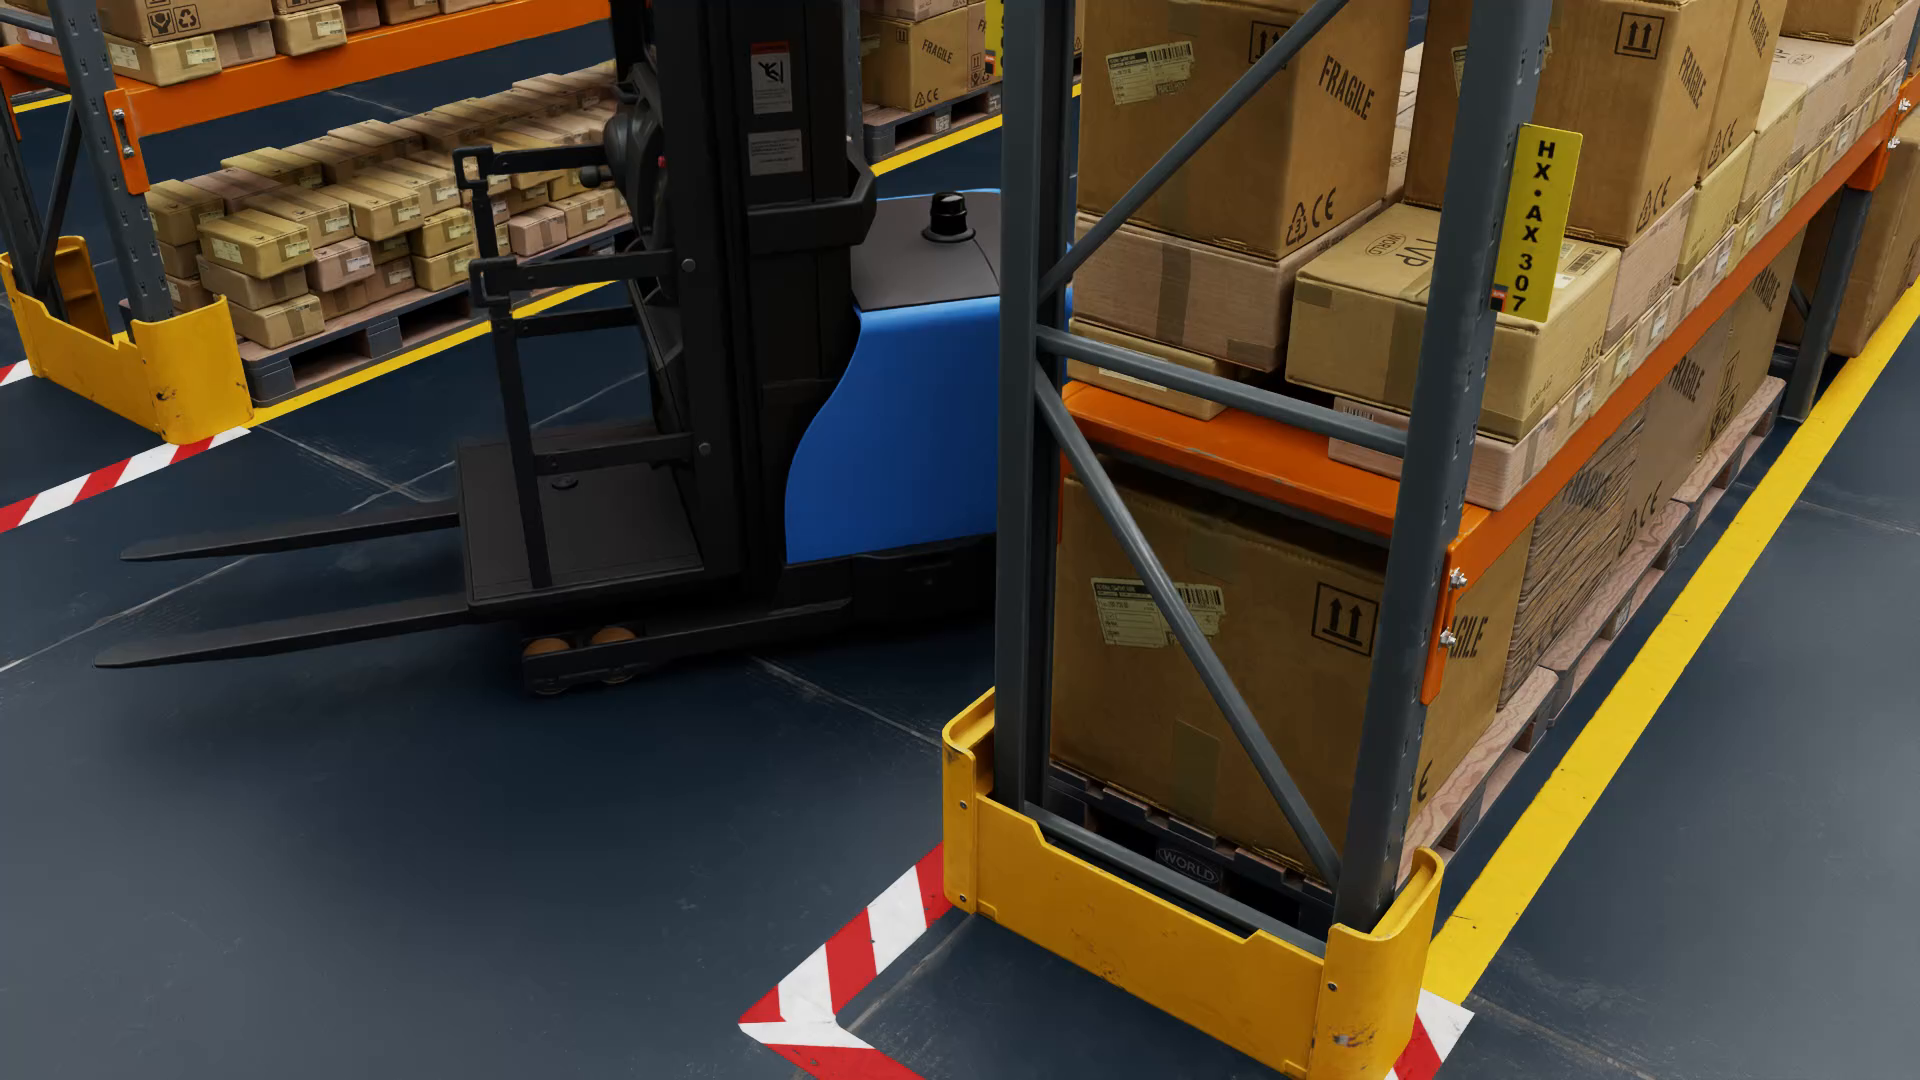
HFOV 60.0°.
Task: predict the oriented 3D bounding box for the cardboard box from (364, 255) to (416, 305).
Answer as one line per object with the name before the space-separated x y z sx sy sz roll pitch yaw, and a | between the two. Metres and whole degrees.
cardboard box | -2.569 -1.161 7.151 0.380 0.149 0.250 22 37 32

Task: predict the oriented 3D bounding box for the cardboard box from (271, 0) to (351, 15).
cardboard box | -2.584 -2.351 6.385 0.500 0.500 0.500 21 37 31

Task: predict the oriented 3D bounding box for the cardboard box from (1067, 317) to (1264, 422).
cardboard box | 0.468 -0.428 3.776 0.380 0.149 0.250 22 37 32

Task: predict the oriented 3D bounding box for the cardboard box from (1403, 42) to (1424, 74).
cardboard box | 1.521 -1.258 4.785 0.500 0.250 0.500 21 37 31

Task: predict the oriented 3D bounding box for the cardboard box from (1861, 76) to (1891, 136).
cardboard box | 2.852 -1.478 5.548 0.380 0.149 0.250 22 37 32

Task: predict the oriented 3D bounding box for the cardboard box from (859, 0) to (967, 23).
cardboard box | -0.306 -3.130 9.394 0.500 0.250 0.500 19 36 29

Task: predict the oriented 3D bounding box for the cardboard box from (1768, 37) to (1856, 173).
cardboard box | 2.254 -1.300 4.857 0.500 0.250 0.500 22 37 32

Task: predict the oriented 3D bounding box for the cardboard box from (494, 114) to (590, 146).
cardboard box | -1.936 -1.848 7.728 0.380 0.149 0.250 21 37 31

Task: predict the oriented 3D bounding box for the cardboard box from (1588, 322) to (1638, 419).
cardboard box | 1.301 -0.433 3.785 0.380 0.149 0.250 20 36 30

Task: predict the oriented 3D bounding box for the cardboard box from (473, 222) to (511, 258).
cardboard box | -2.249 -1.364 7.493 0.380 0.149 0.250 21 37 31

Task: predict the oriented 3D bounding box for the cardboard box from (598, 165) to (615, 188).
cardboard box | -1.747 -1.827 7.984 0.380 0.149 0.250 19 36 29

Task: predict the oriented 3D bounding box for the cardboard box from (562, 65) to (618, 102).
cardboard box | -1.802 -2.292 8.477 0.380 0.149 0.250 20 36 30

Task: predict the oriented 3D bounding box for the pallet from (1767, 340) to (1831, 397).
pallet | 3.336 -1.053 7.319 1.003 0.211 1.213 21 37 31

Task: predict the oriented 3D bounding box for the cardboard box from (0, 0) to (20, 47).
cardboard box | -5.975 -3.458 10.743 0.875 0.438 0.875 20 36 30

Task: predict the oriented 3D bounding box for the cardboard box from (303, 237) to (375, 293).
cardboard box | -2.646 -1.167 6.870 0.380 0.149 0.250 21 37 31

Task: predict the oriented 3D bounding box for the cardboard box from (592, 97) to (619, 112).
cardboard box | -1.546 -2.029 8.033 0.380 0.149 0.250 19 36 29

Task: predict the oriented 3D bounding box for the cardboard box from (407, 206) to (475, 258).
cardboard box | -2.328 -1.365 7.204 0.380 0.149 0.250 22 37 33

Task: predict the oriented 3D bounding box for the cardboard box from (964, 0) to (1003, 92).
cardboard box | 0.012 -3.023 9.948 0.500 0.500 0.500 23 38 33

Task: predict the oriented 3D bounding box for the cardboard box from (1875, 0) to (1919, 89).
cardboard box | 2.873 -1.719 5.563 0.500 0.250 0.500 20 36 30

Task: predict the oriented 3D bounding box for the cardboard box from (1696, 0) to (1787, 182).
cardboard box | 1.630 -1.203 3.958 0.500 0.500 0.500 20 36 30

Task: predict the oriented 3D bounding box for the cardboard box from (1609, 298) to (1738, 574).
cardboard box | 1.925 -0.573 5.446 0.875 0.875 0.875 21 37 31

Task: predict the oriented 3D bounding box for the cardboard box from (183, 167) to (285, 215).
cardboard box | -3.063 -1.445 7.047 0.380 0.149 0.250 22 37 32

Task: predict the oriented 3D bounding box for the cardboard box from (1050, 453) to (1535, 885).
cardboard box | 0.838 0.159 4.212 0.875 0.875 0.875 21 37 31

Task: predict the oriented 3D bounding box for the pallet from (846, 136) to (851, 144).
pallet | -1.340 -2.000 8.917 1.003 0.211 1.213 21 37 31

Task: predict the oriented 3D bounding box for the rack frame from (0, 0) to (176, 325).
rack frame | -3.378 -1.857 5.942 1.000 3.000 0.127 21 37 31

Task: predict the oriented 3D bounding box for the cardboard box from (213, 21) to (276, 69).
cardboard box | -2.800 -1.896 6.254 0.380 0.149 0.250 23 37 33

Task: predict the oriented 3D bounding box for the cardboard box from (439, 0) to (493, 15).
cardboard box | -2.193 -2.331 6.987 0.380 0.149 0.250 20 36 30

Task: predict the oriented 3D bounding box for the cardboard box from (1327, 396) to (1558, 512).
cardboard box | 0.993 -0.224 3.433 0.380 0.149 0.250 22 37 32

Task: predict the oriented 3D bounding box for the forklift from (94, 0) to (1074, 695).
forklift | -1.103 -1.101 4.732 3.031 2.935 1.130 -9 32 -15

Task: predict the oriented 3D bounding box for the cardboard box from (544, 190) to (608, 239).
cardboard box | -1.883 -1.559 7.823 0.380 0.149 0.250 21 37 31

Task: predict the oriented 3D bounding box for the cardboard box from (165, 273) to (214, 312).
cardboard box | -3.226 -1.090 7.031 0.380 0.149 0.250 22 37 32

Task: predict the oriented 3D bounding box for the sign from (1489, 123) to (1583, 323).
sign | 0.954 -0.523 2.764 0.100 0.325 0.005 21 37 31

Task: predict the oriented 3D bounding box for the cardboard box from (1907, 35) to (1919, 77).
cardboard box | 3.407 -2.069 6.200 0.500 0.500 0.500 21 37 31

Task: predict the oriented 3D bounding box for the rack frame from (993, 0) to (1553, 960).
rack frame | 0.516 -0.290 3.297 1.000 3.000 0.127 21 37 31

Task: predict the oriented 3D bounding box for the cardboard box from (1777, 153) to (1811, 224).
cardboard box | 2.232 -1.060 4.843 0.380 0.149 0.250 20 36 31

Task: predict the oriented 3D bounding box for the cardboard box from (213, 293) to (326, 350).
cardboard box | -2.806 -0.926 6.755 0.380 0.149 0.250 22 37 32

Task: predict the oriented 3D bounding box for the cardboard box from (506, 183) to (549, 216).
cardboard box | -2.113 -1.625 7.642 0.380 0.149 0.250 23 38 34

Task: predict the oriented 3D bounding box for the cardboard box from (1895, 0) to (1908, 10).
cardboard box | 2.866 -2.032 5.357 0.500 0.500 0.500 22 37 33

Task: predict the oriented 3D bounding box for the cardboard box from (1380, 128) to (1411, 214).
cardboard box | 0.903 -0.838 4.077 0.500 0.250 0.500 20 36 30

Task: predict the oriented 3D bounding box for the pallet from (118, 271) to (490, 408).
pallet | -2.813 -1.008 7.244 1.003 0.211 1.213 21 37 31

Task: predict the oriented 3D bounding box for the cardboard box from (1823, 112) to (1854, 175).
cardboard box | 2.542 -1.269 5.196 0.380 0.149 0.250 22 37 32

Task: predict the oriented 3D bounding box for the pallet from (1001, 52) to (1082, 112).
pallet | 0.242 -3.098 10.771 1.003 0.211 1.213 21 37 31

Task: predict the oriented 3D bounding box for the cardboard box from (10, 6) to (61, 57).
cardboard box | -3.406 -1.969 6.376 0.380 0.149 0.250 21 37 31

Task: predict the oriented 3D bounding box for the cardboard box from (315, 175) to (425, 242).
cardboard box | -2.466 -1.388 6.951 0.380 0.149 0.250 21 37 31

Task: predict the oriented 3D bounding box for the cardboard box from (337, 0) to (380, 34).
cardboard box | -2.548 -2.137 6.660 0.380 0.149 0.250 23 38 33

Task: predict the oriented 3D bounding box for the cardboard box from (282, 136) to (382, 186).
cardboard box | -2.801 -1.675 7.435 0.380 0.149 0.250 20 36 29

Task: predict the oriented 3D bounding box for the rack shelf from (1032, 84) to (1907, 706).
rack shelf | 1.723 -0.793 4.852 1.077 0.370 4.000 21 37 31

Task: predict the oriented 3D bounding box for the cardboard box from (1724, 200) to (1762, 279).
cardboard box | 1.920 -0.850 4.489 0.380 0.149 0.250 20 36 30

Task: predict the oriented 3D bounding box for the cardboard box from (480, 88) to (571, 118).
cardboard box | -2.120 -2.078 8.115 0.380 0.149 0.250 19 36 29

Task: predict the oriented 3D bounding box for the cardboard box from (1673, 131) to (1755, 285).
cardboard box | 1.635 -0.882 4.151 0.500 0.250 0.500 20 36 30

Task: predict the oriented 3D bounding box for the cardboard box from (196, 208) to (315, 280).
cardboard box | -2.791 -1.176 6.593 0.380 0.149 0.250 19 36 29

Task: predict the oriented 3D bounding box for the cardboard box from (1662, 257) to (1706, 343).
cardboard box | 1.612 -0.643 4.139 0.380 0.149 0.250 20 36 30

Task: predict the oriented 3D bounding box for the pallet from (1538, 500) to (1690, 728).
pallet | 1.673 0.067 5.430 1.003 0.211 1.213 21 37 31

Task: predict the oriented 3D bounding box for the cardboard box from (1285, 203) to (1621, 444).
cardboard box | 1.021 -0.465 3.448 0.500 0.250 0.500 20 36 30

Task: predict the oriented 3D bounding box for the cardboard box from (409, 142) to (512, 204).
cardboard box | -2.207 -1.624 7.349 0.380 0.149 0.250 23 37 33

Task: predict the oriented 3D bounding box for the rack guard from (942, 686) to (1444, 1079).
rack guard | 0.501 0.795 3.918 1.175 0.500 0.348 21 37 31

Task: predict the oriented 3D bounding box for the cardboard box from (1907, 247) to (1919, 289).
cardboard box | 3.839 -1.812 7.537 1.225 0.875 0.875 20 36 30

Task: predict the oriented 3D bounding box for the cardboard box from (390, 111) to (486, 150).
cardboard box | -2.436 -1.874 7.772 0.380 0.149 0.250 20 36 30
